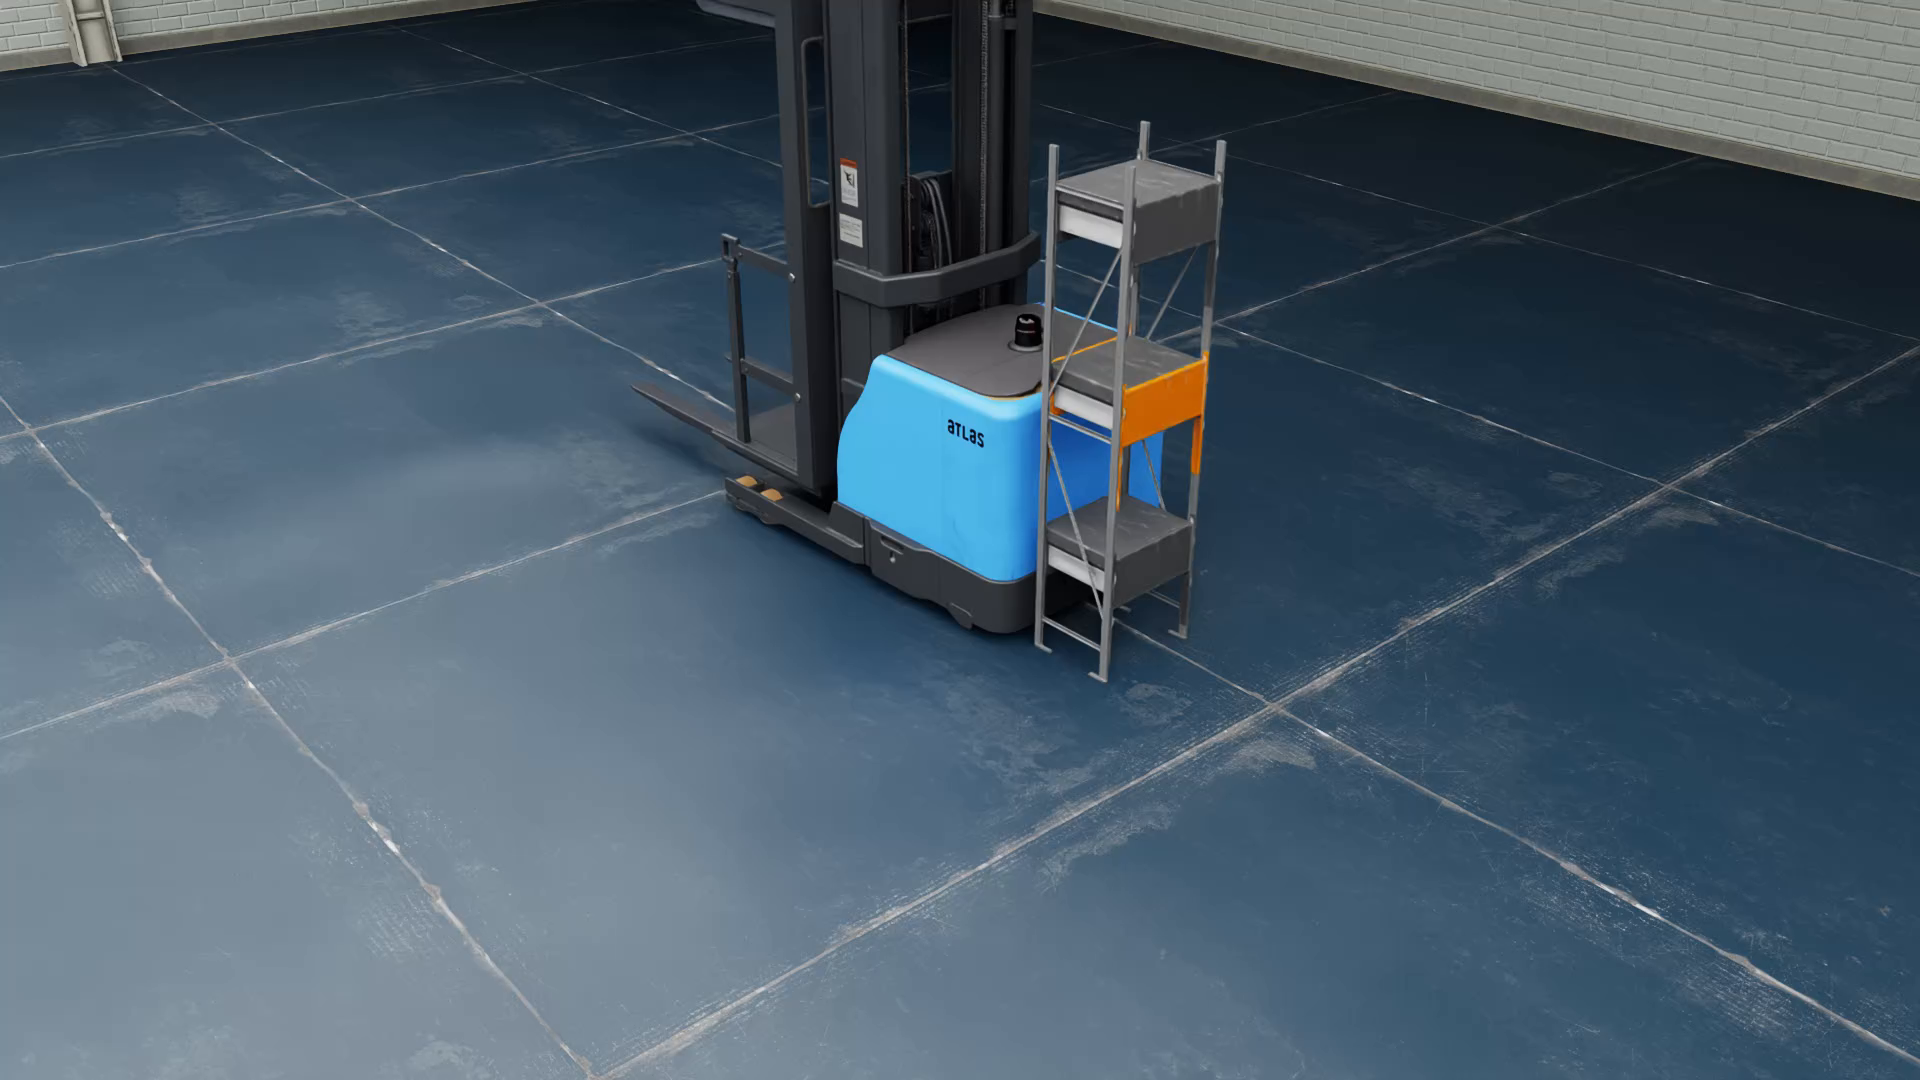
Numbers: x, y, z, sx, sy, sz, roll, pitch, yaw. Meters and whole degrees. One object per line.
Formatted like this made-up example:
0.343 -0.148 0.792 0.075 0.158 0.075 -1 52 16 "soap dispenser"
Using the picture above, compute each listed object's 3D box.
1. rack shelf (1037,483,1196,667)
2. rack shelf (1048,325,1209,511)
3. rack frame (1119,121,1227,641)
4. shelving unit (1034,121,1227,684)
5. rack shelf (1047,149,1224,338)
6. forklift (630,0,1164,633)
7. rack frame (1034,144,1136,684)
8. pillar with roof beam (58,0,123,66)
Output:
0.631 0.131 6.787 0.480 0.518 0.431 -24 36 -37 "rack shelf"
0.634 -0.484 6.455 0.480 0.518 0.431 -24 36 -37 "rack shelf"
0.813 -0.575 6.595 0.015 2.100 0.400 -24 36 -37 "rack frame"
0.634 -0.496 6.448 0.503 2.100 0.431 -24 36 -37 "shelving unit"
0.637 -1.100 6.122 0.480 0.518 0.431 -24 36 -37 "rack shelf"
-0.478 -1.512 7.469 1.130 2.935 3.031 -24 36 -37 "forklift"
0.455 -0.418 6.301 0.015 2.100 0.400 -24 36 -37 "rack frame"
-5.920 -7.266 11.800 0.400 9.000 9.100 -22 35 -35 "pillar with roof beam"
